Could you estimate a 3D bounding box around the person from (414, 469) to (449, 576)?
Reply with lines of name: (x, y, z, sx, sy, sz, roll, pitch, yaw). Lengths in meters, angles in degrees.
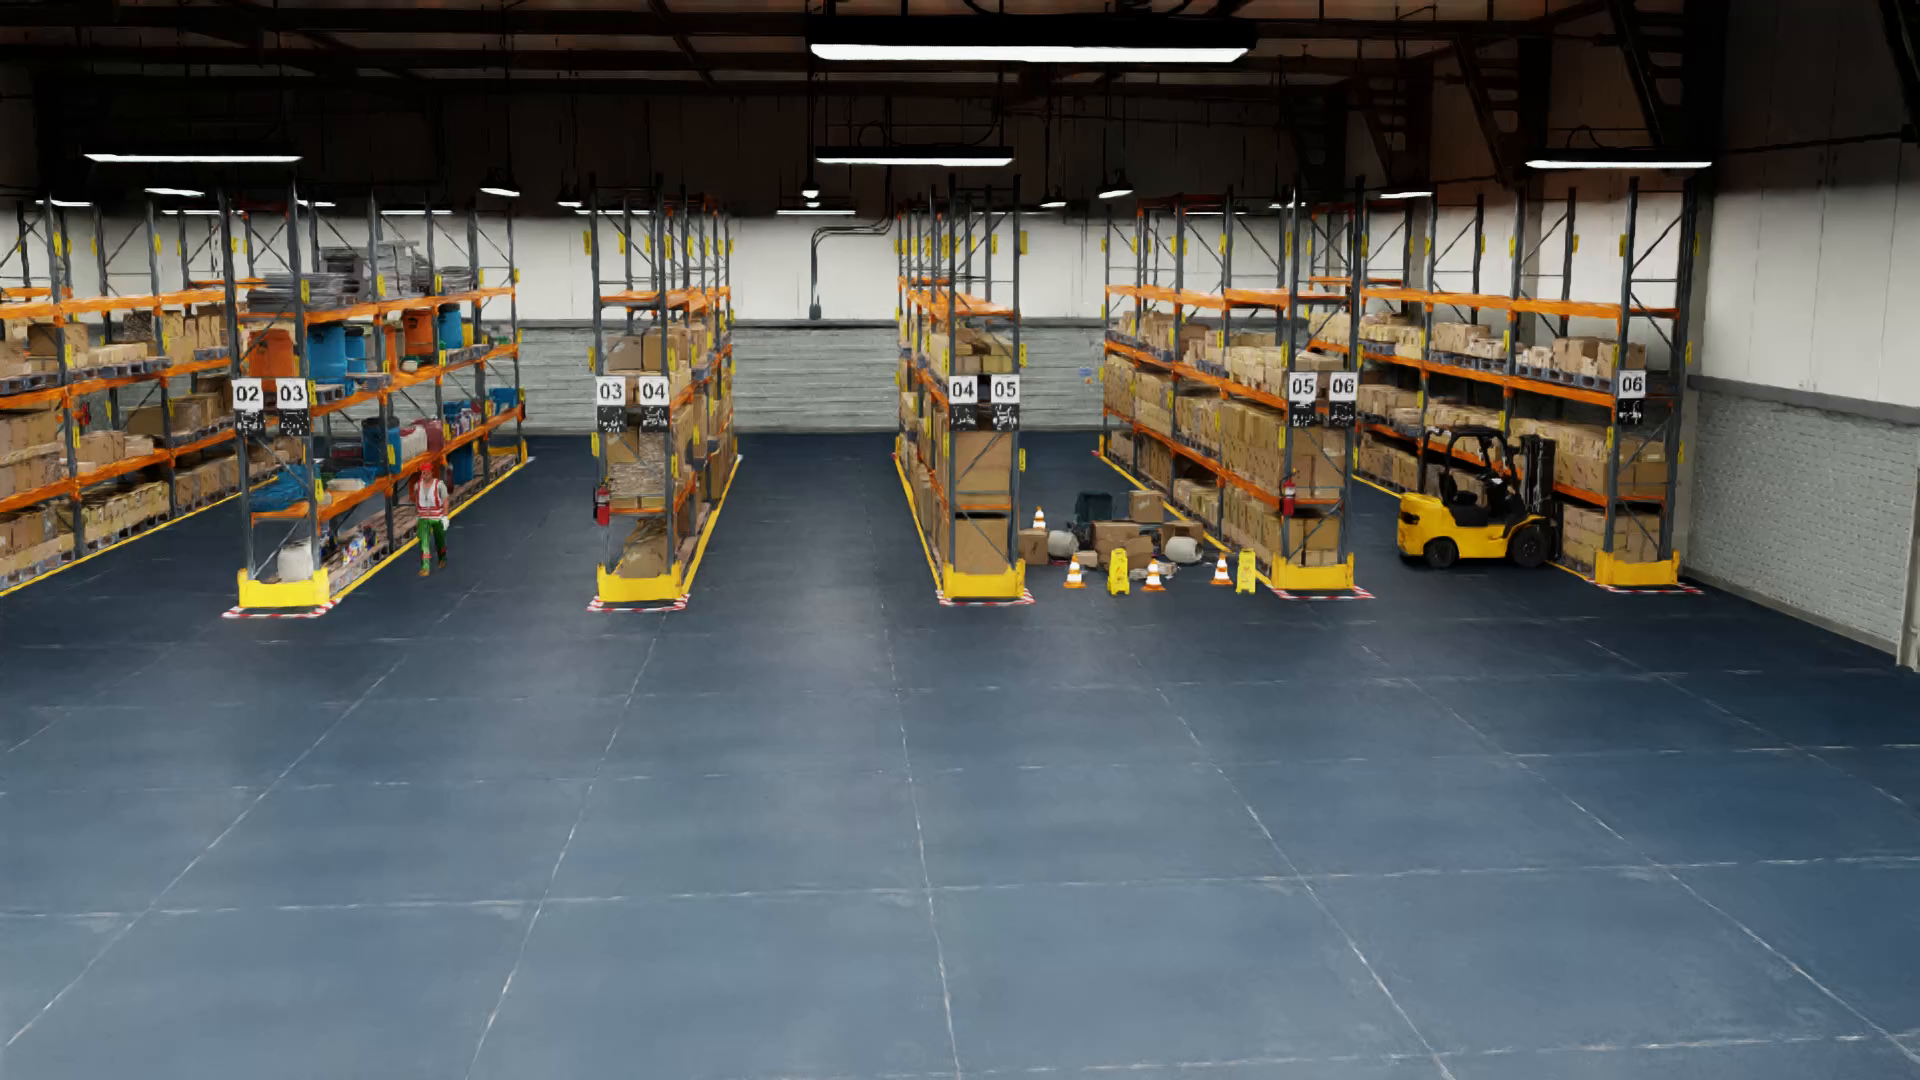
person: (-8.150, -0.324, 25.680, 0.547, 1.687, 1.044, -1, 10, -6)
